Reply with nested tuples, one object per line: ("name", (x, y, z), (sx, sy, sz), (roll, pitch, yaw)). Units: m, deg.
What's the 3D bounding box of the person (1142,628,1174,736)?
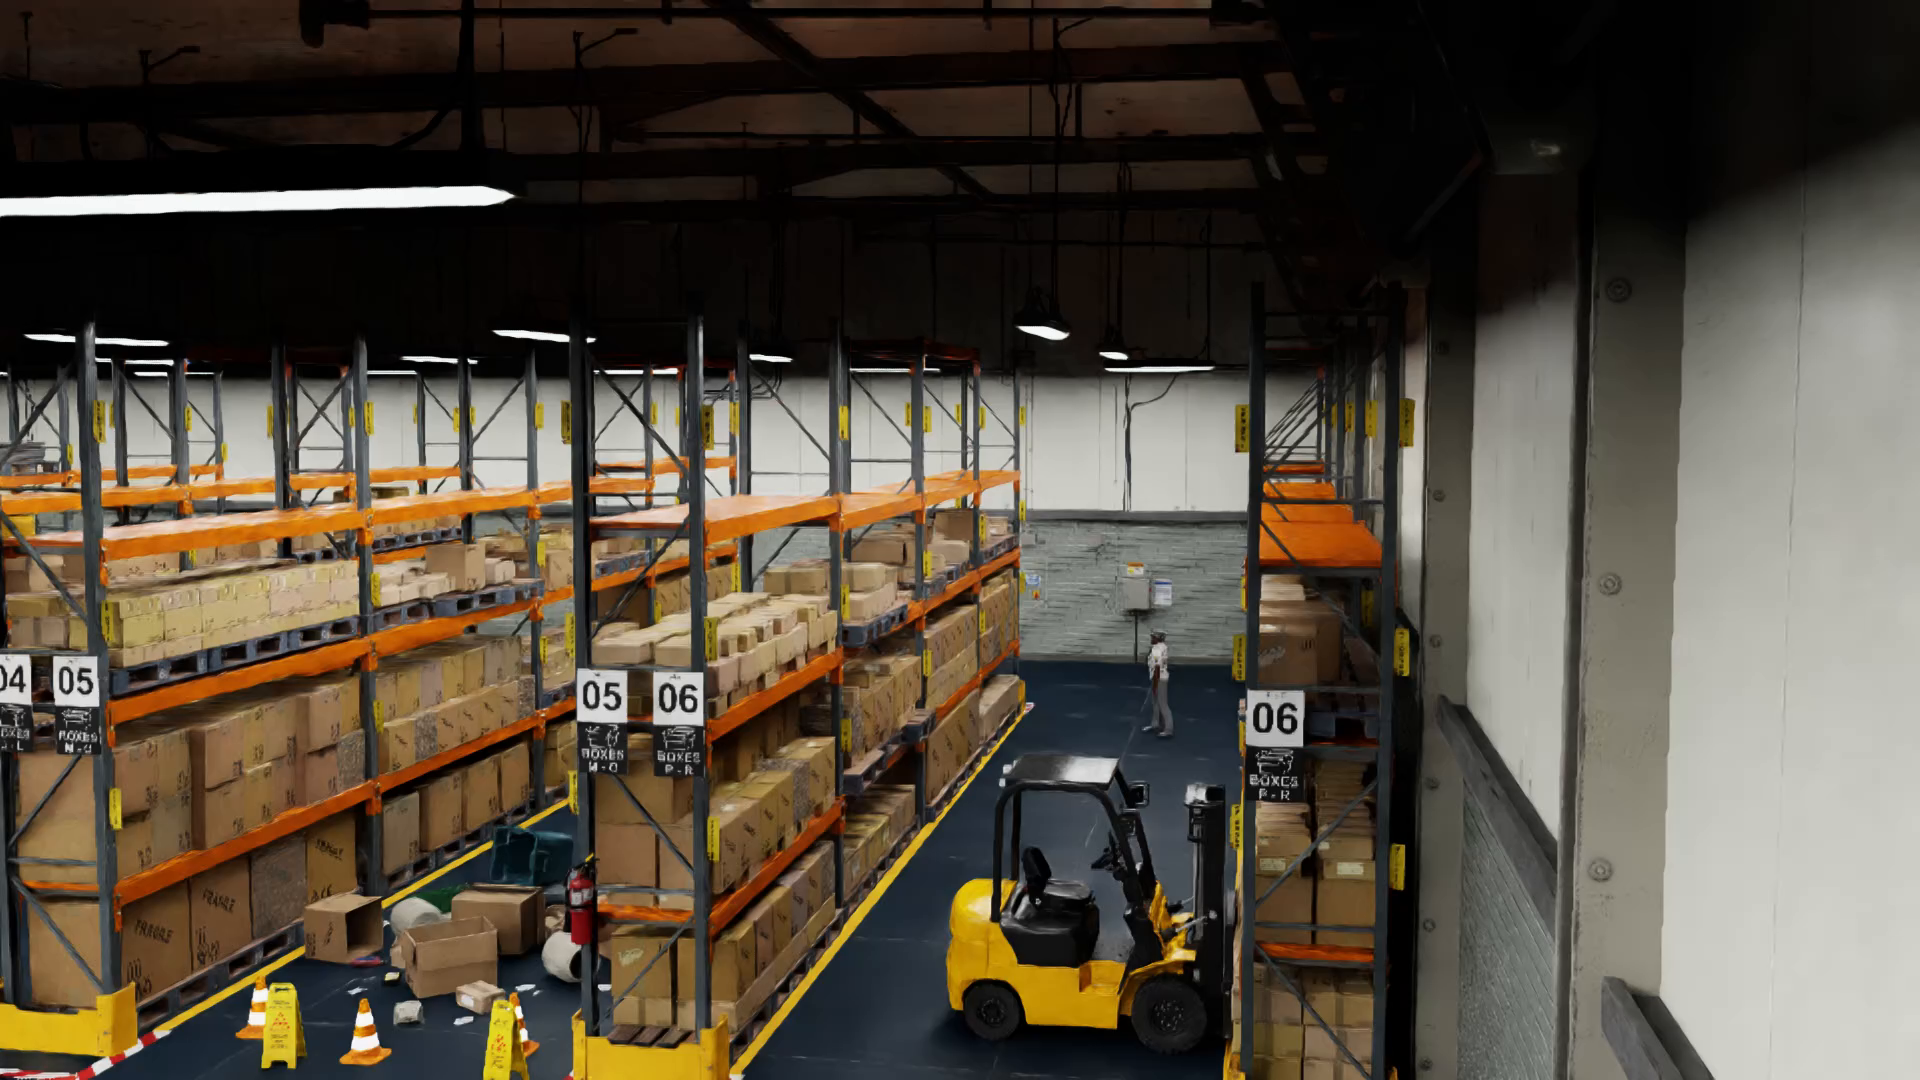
("person", (3.127, 2.216, 26.231), (0.561, 1.662, 0.663), (1, 5, 16))
